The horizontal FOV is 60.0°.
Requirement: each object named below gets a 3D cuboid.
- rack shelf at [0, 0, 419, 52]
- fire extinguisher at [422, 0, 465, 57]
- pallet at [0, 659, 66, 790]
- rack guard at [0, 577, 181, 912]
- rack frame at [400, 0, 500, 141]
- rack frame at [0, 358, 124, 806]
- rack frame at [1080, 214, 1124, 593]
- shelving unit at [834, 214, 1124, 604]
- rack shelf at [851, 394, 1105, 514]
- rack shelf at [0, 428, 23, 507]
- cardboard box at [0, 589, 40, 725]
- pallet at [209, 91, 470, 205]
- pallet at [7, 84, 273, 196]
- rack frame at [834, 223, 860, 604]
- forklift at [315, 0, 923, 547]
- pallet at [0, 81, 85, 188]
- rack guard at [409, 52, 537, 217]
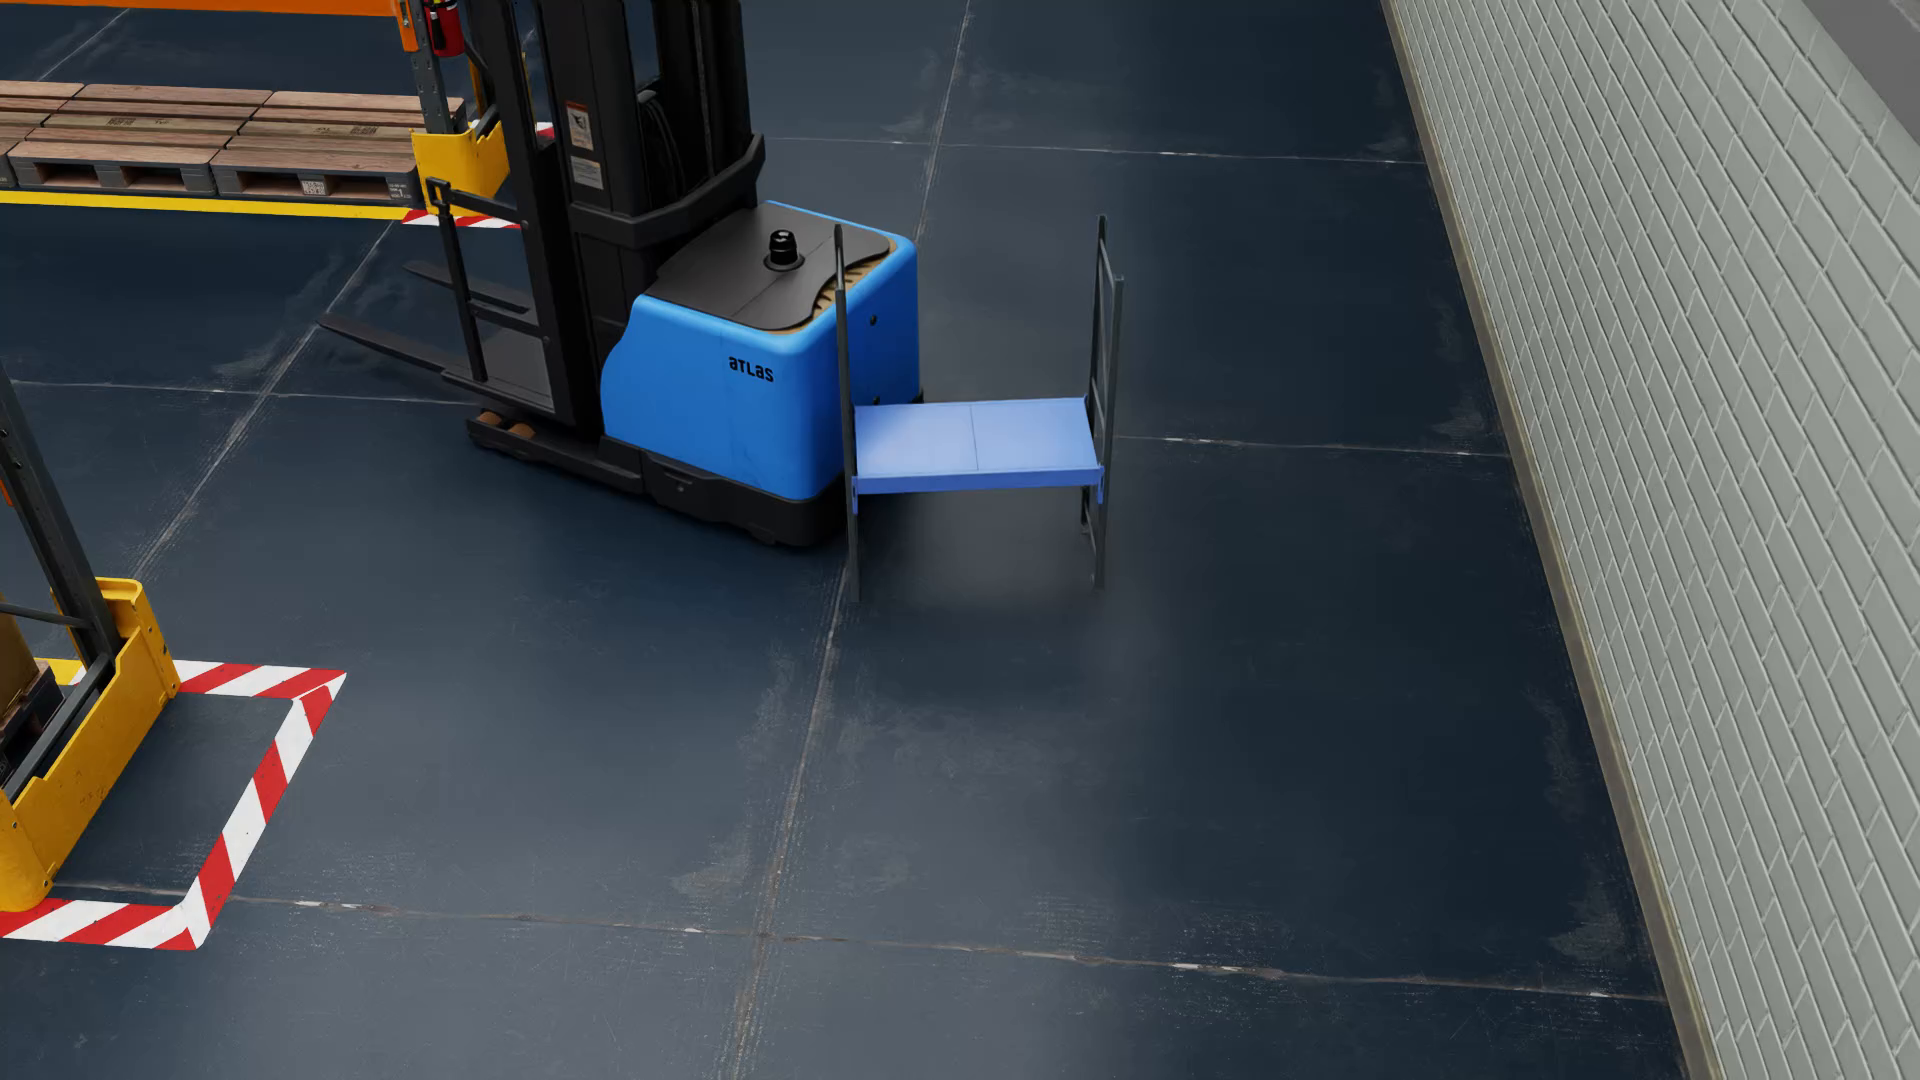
[{"bbox_3d":[-4.871,-3.210,9.388,4.000,0.370,1.077,3,39,4],"label":"rack shelf"},{"bbox_3d":[-2.768,-2.912,8.808,0.183,0.674,0.296,3,39,4],"label":"fire extinguisher"},{"bbox_3d":[-4.110,0.822,6.073,1.213,0.211,1.003,3,39,4],"label":"pallet"},{"bbox_3d":[-3.282,0.705,5.987,0.348,0.500,1.175,3,39,4],"label":"rack guard"},{"bbox_3d":[-2.879,-3.380,9.027,0.127,3.000,1.000,3,39,4],"label":"rack frame"},{"bbox_3d":[-3.306,-0.265,5.200,0.127,3.000,1.000,3,39,4],"label":"rack frame"},{"bbox_3d":[0.563,-0.518,6.698,0.032,1.500,0.500,-2,39,-3],"label":"rack frame"},{"bbox_3d":[0.056,-0.496,6.672,1.048,1.500,0.538,-2,39,-3],"label":"shelving unit"},{"bbox_3d":[0.056,-0.357,6.785,1.000,0.185,0.538,-2,39,-3],"label":"rack shelf"},{"bbox_3d":[-5.299,-0.095,5.561,4.000,0.370,1.077,3,39,4],"label":"rack shelf"},{"bbox_3d":[-3.951,0.411,5.719,0.875,0.875,0.875,3,39,4],"label":"cardboard box"},{"bbox_3d":[-3.697,-2.368,9.992,1.213,0.211,1.003,3,39,4],"label":"pallet"},{"bbox_3d":[-4.909,-2.436,10.076,1.213,0.211,1.003,3,39,4],"label":"pallet"},{"bbox_3d":[-0.451,-0.475,6.645,0.032,1.500,0.500,-2,39,-3],"label":"rack frame"},{"bbox_3d":[-1.711,-1.779,7.113,3.031,2.935,1.130,19,43,22],"label":"forklift"},{"bbox_3d":[-6.128,-2.501,10.155,1.213,0.211,1.003,3,39,4],"label":"pallet"},{"bbox_3d":[-2.854,-2.418,9.824,0.348,0.500,1.175,3,39,4],"label":"rack guard"}]
